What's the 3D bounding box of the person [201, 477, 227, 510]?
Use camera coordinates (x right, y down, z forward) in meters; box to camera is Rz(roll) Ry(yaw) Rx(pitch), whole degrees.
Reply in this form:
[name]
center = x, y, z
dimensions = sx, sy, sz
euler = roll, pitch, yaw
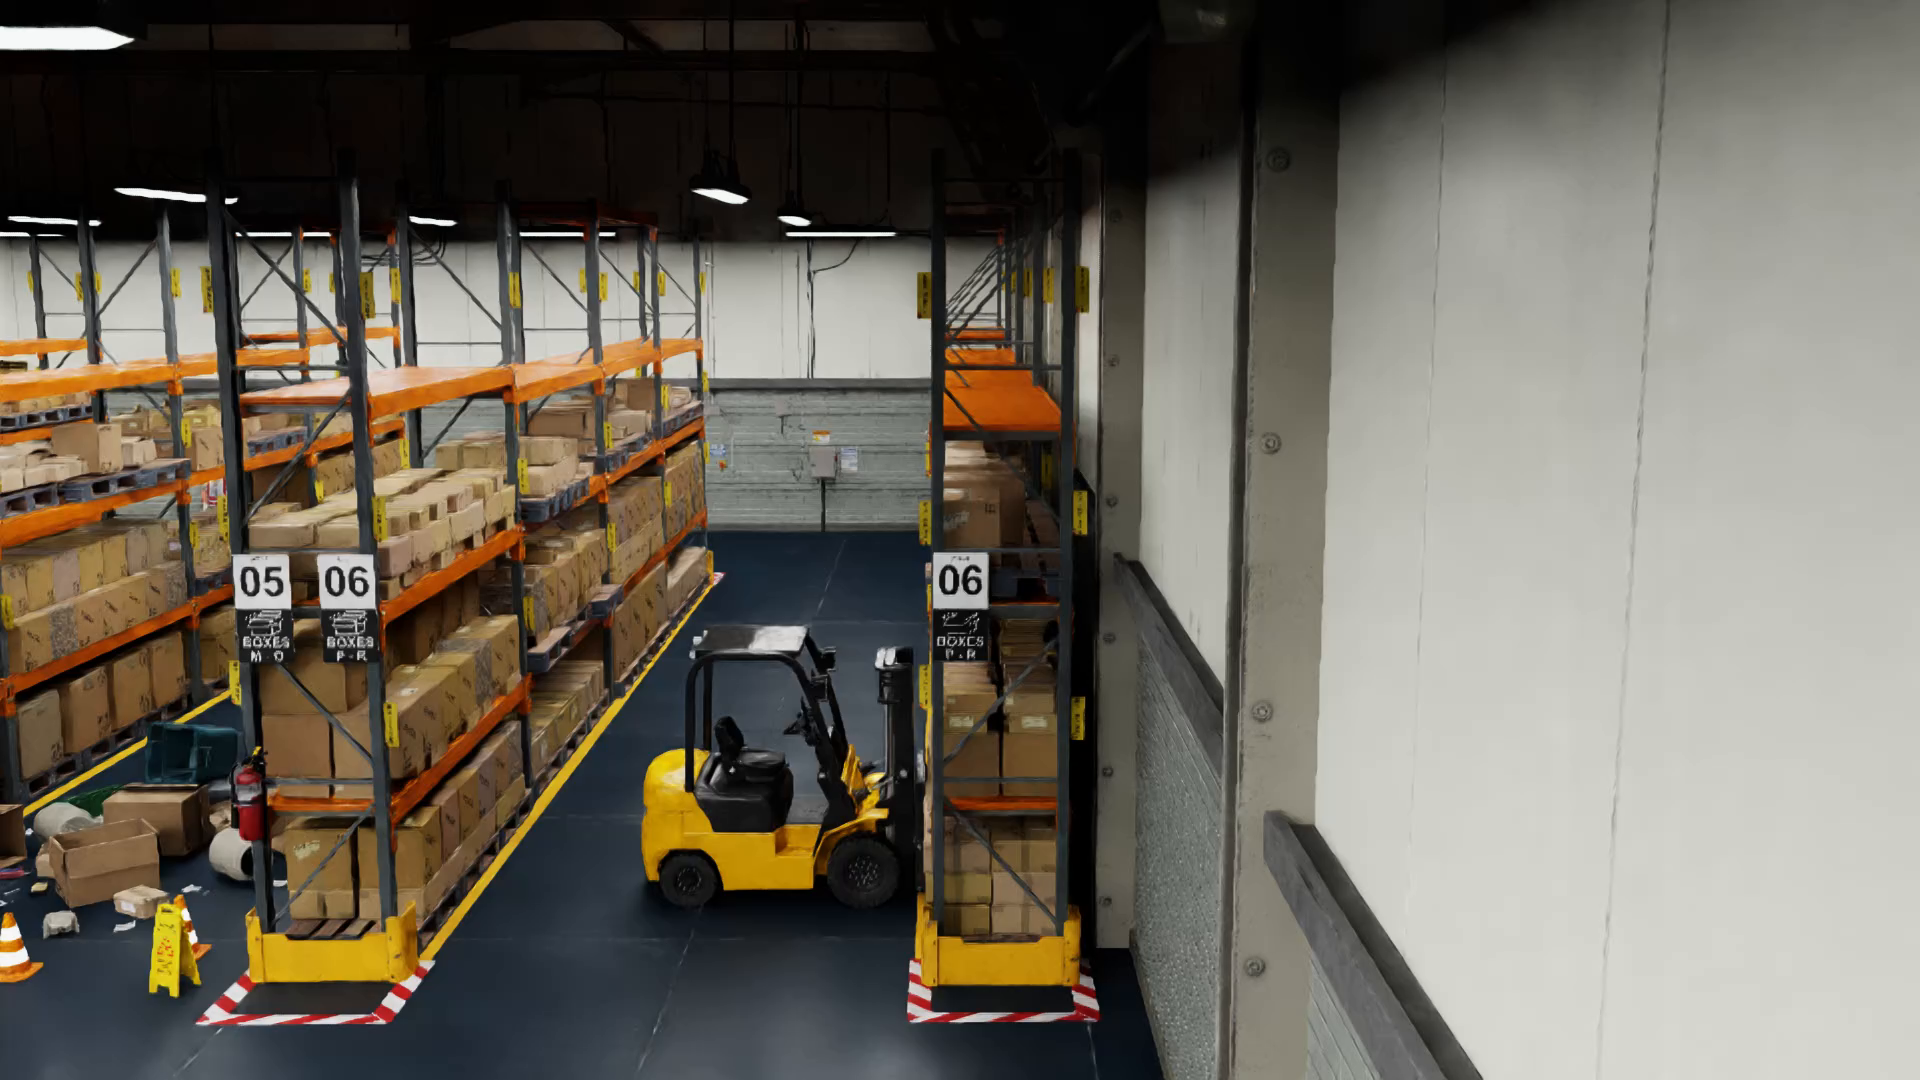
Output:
[person]
center = -13.825, -0.650, 30.985
dimensions = 0.526, 1.728, 1.031
euler = -1, 9, -9
